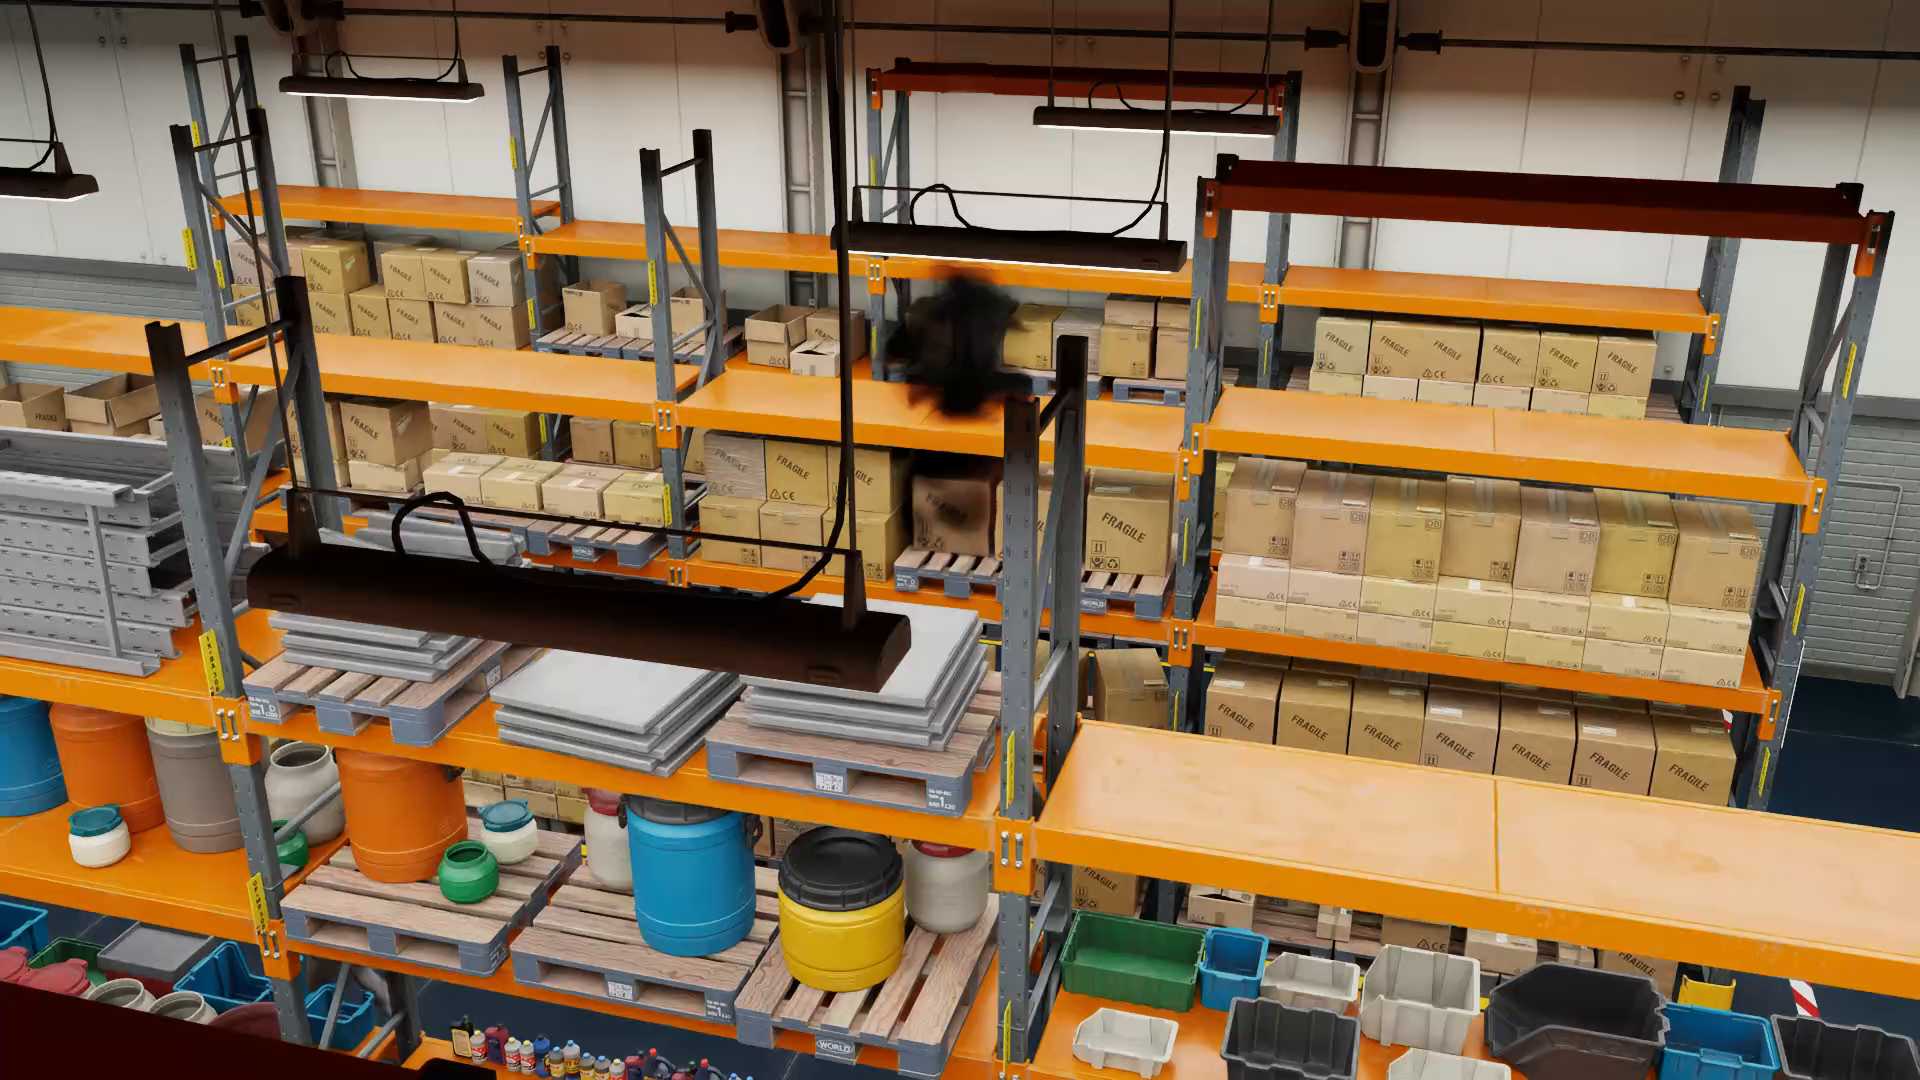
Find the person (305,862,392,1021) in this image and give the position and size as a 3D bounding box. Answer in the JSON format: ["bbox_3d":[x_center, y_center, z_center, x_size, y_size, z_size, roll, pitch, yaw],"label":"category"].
[{"bbox_3d":[-4.380,2.830,11.719,0.879,1.720,0.558,7,23,15],"label":"person"}]
